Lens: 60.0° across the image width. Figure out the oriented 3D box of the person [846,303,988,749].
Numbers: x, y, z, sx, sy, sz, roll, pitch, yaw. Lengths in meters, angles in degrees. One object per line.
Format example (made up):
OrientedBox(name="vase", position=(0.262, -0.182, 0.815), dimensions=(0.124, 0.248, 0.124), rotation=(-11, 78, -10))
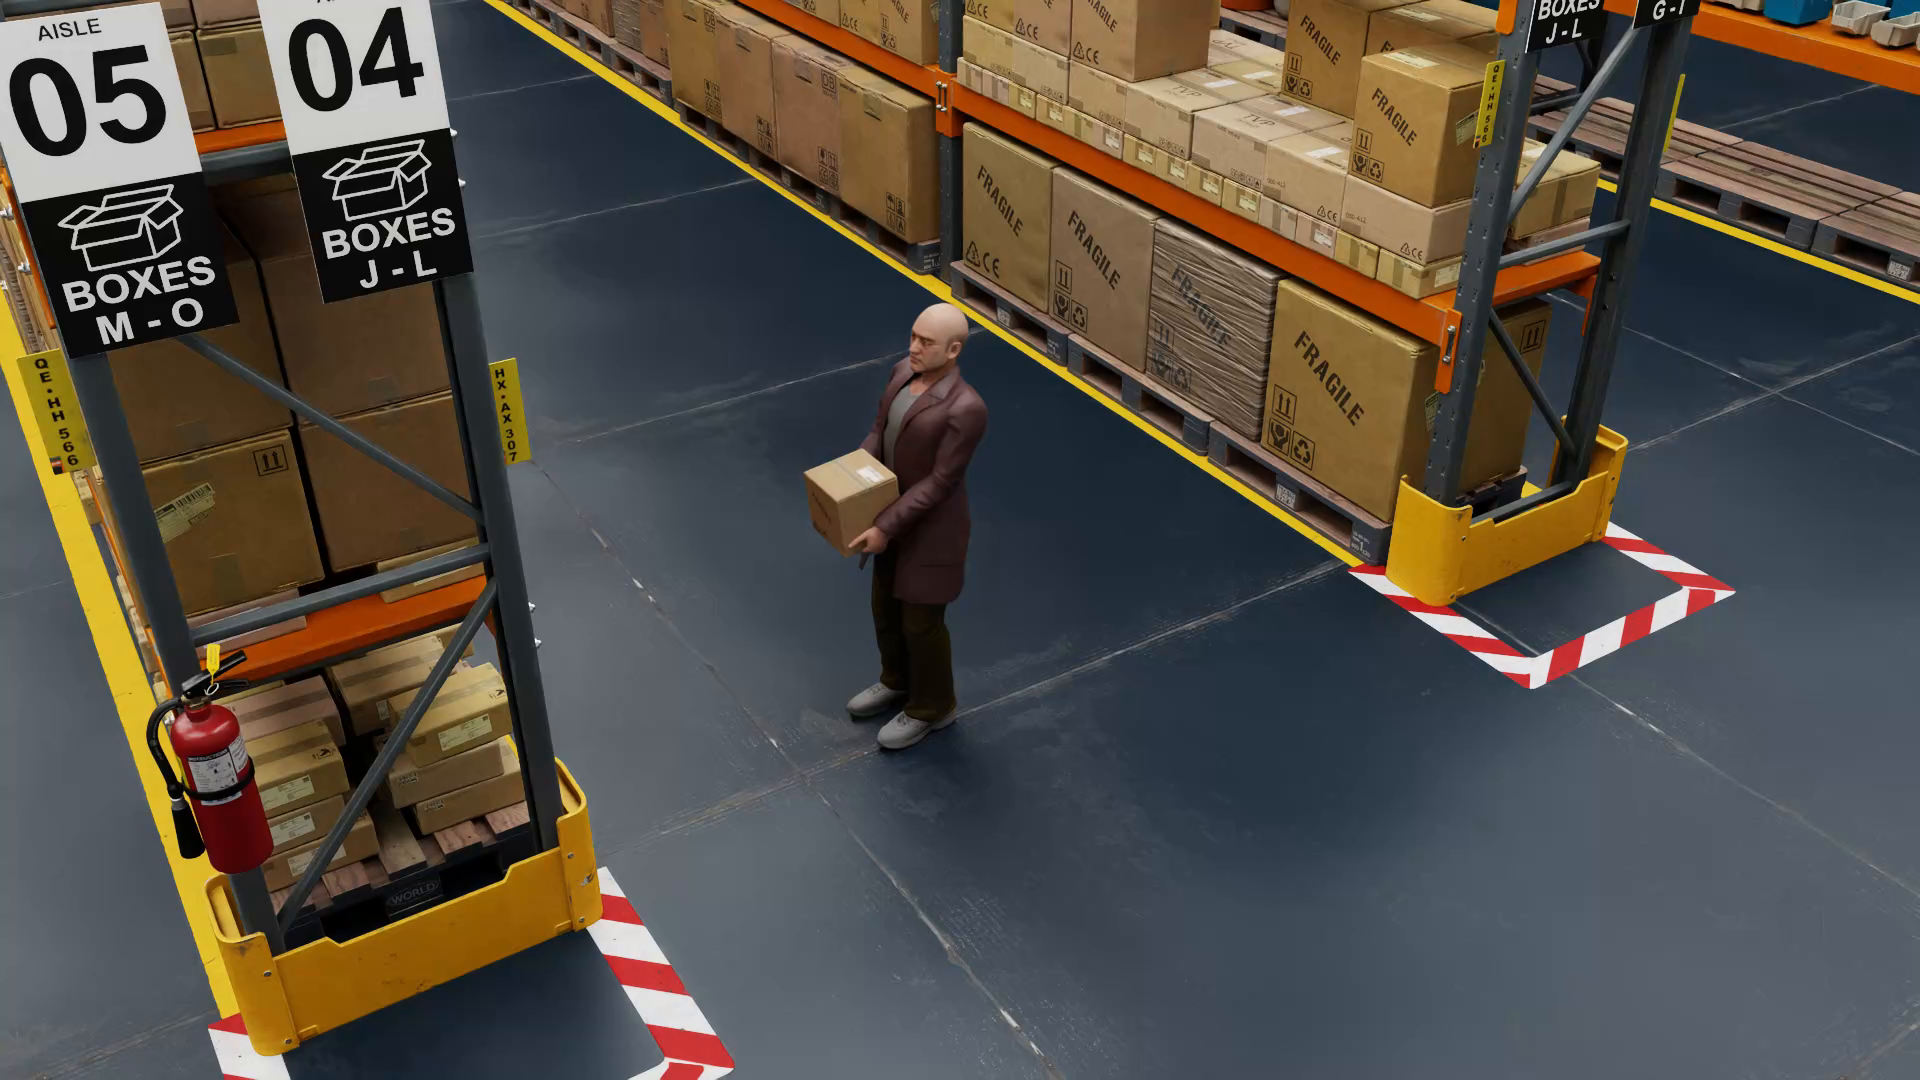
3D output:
OrientedBox(name="person", position=(-0.225, -0.025, 6.196), dimensions=(0.563, 1.769, 0.527), rotation=(-19, 37, -27))
